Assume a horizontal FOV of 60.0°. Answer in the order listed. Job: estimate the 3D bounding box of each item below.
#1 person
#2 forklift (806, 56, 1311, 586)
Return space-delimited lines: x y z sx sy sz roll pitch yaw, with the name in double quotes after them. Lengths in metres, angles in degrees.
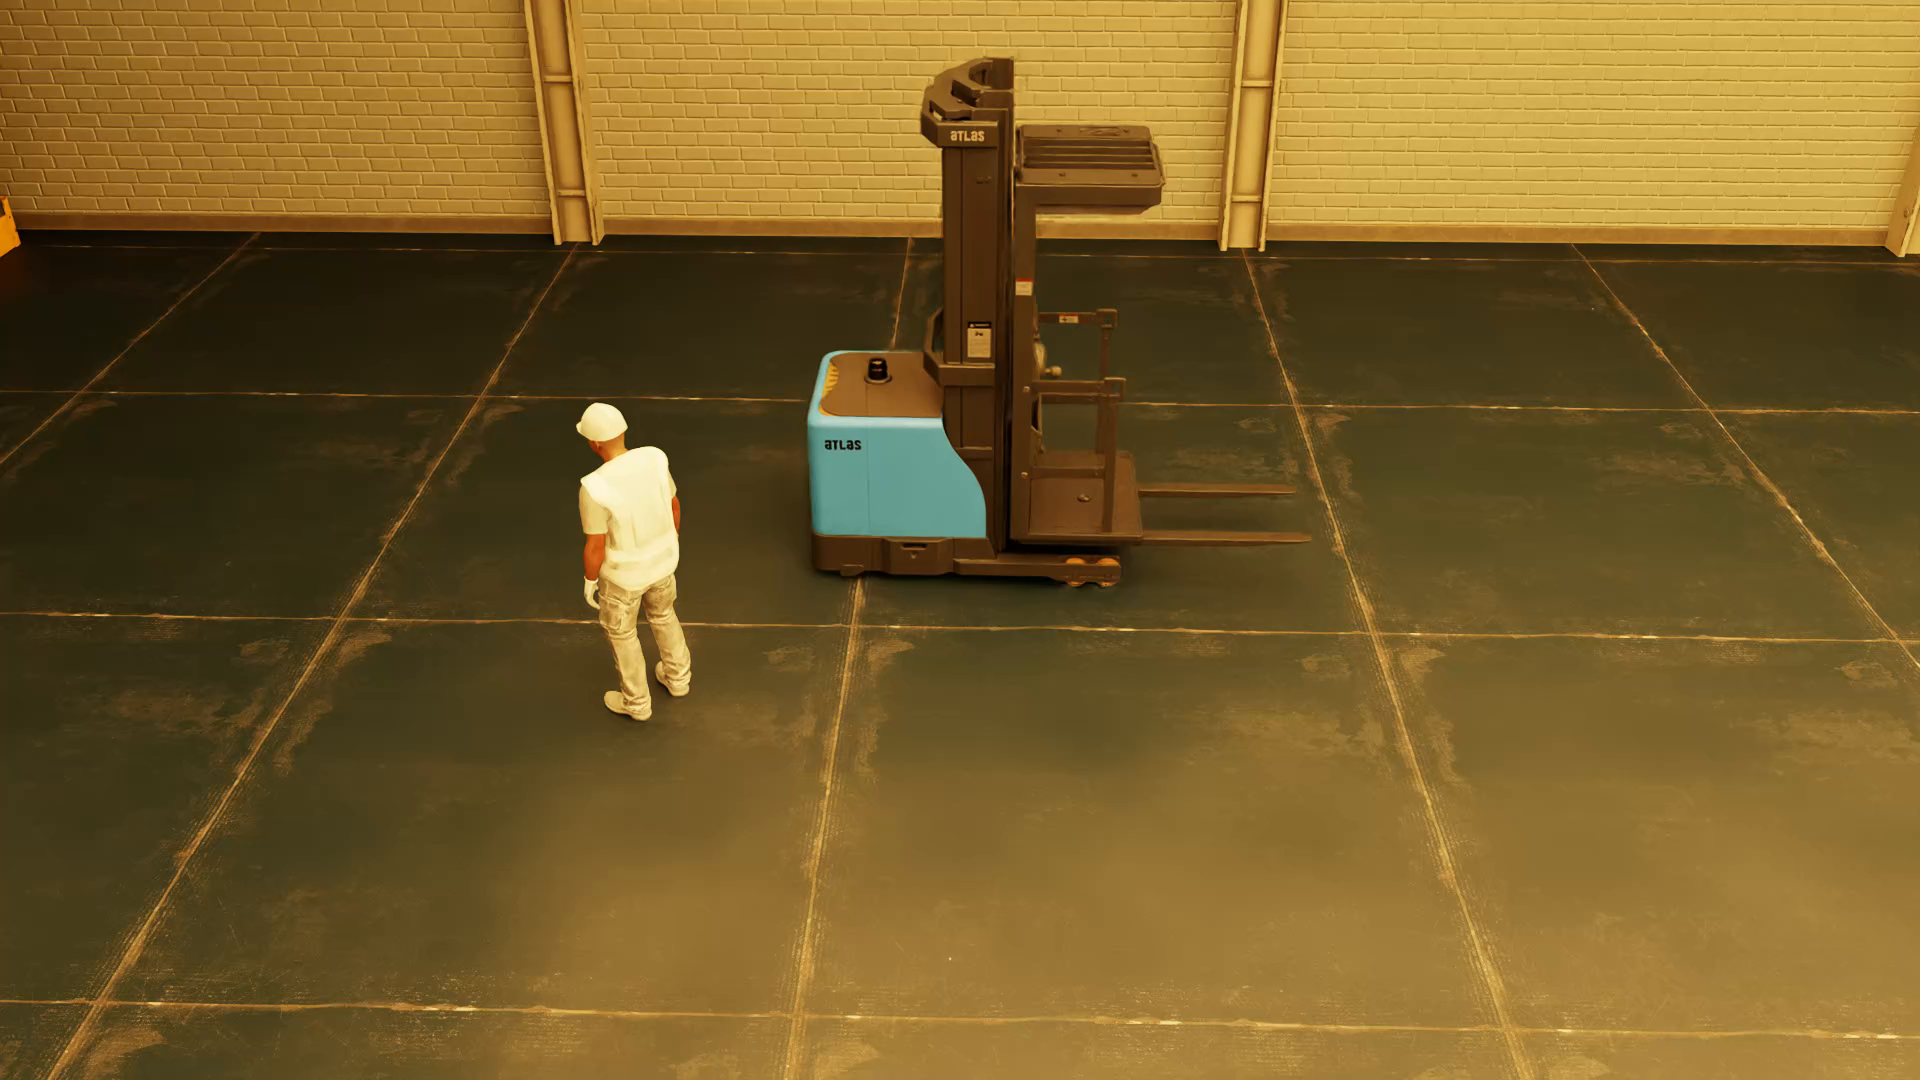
-1.690 0.114 8.565 0.453 1.772 0.617 24 38 34 "person"
0.623 -1.260 9.751 3.031 2.935 1.130 1 31 2 "forklift"
